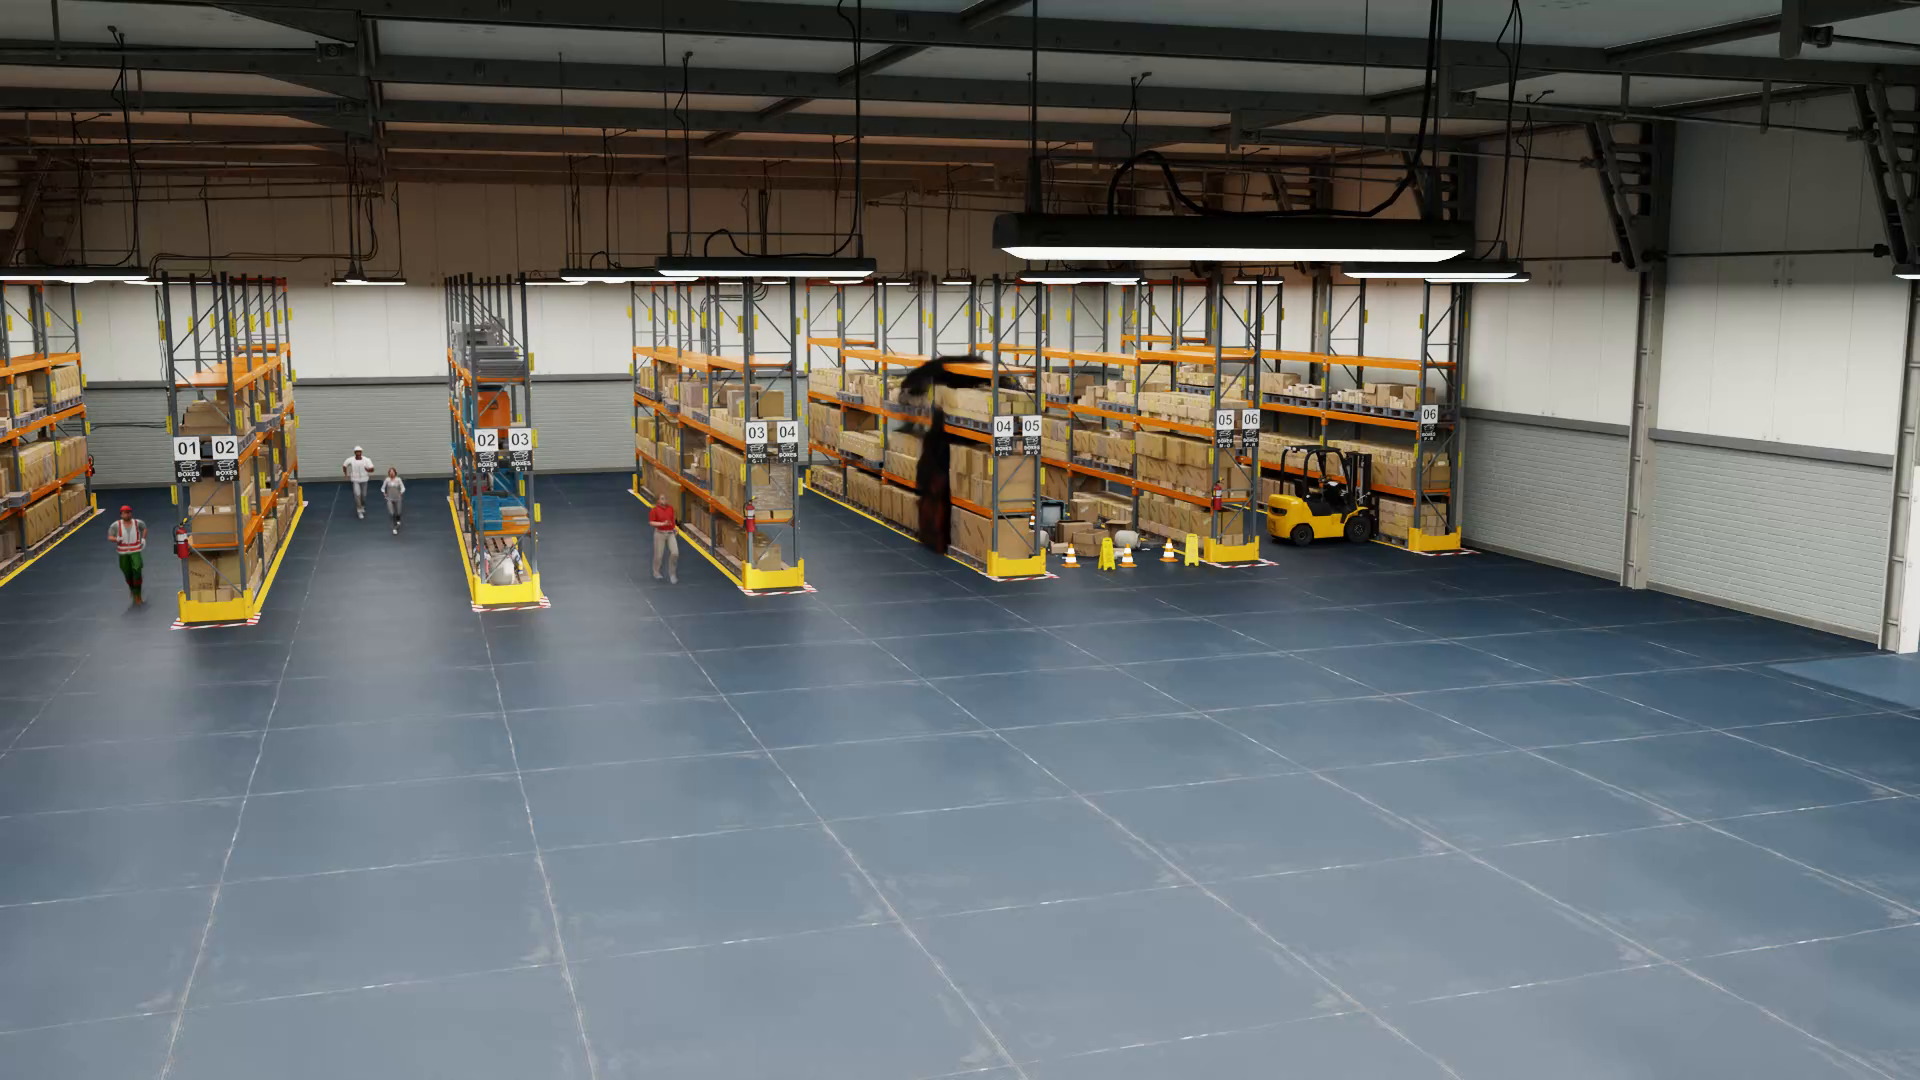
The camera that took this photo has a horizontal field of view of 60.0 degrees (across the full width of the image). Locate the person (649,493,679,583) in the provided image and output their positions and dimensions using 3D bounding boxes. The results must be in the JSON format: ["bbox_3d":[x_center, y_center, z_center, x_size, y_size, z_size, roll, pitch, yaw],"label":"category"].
[{"bbox_3d":[-5.793,-0.021,32.605,0.635,1.795,0.765,-5,10,-32],"label":"person"}]

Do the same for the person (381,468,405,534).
[{"bbox_3d":[-13.329,-0.933,39.110,0.535,1.548,0.567,-3,9,-18],"label":"person"}]

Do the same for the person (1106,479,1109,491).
[{"bbox_3d":[4.016,-2.231,47.034,0.737,1.740,0.637,-3,9,-20],"label":"person"}]

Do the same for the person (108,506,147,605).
[{"bbox_3d":[-15.252,0.266,30.511,0.628,1.832,0.841,-3,9,-22],"label":"person"}]

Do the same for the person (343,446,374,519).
[{"bbox_3d":[-15.083,-1.471,41.790,0.691,1.780,0.920,-5,10,-31],"label":"person"}]
